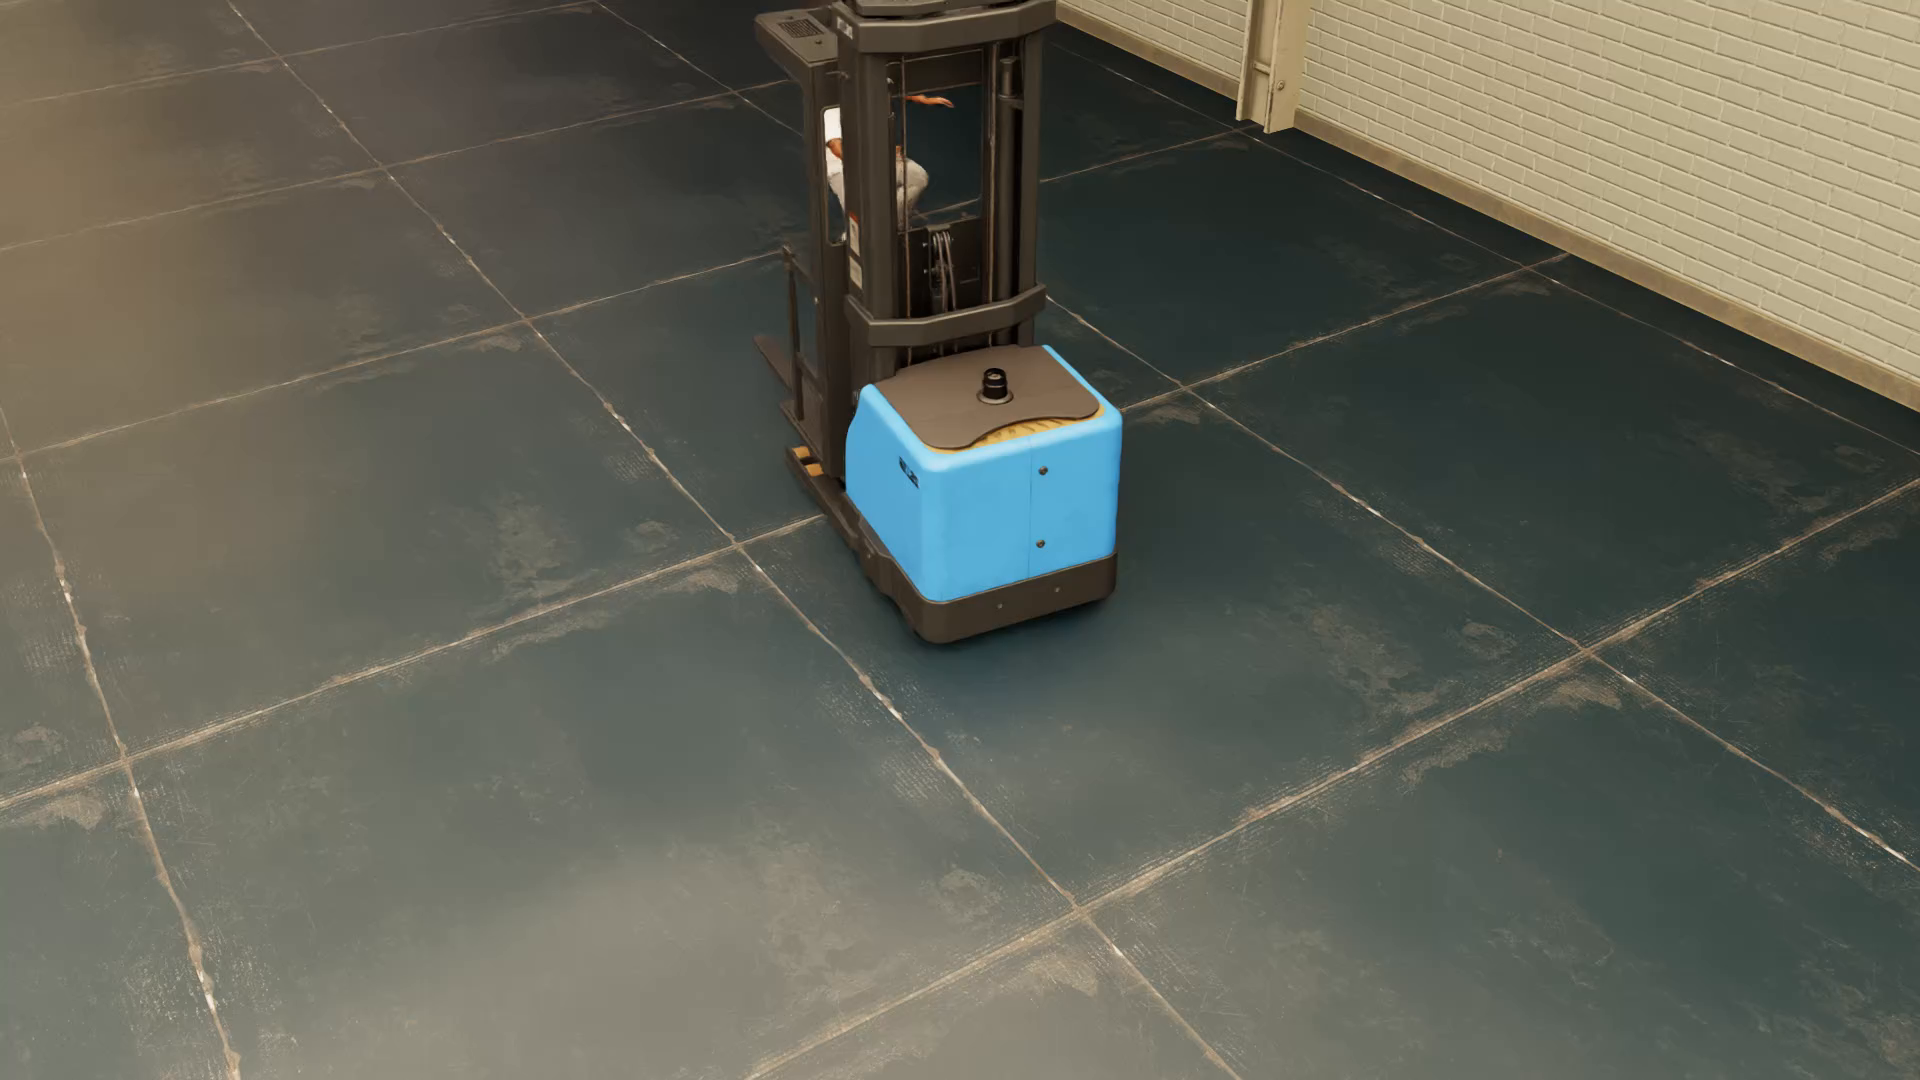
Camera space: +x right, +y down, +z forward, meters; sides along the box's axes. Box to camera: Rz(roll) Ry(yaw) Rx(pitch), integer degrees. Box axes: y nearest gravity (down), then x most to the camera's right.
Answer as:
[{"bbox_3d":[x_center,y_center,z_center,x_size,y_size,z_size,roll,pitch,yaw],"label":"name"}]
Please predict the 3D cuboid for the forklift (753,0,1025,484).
[{"bbox_3d":[-0.305,-1.547,8.349,1.121,2.935,3.031,-15,38,-20],"label":"forklift"}]

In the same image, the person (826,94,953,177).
[{"bbox_3d":[-0.549,-2.481,10.901,0.766,1.534,1.037,22,41,29],"label":"person"}]
